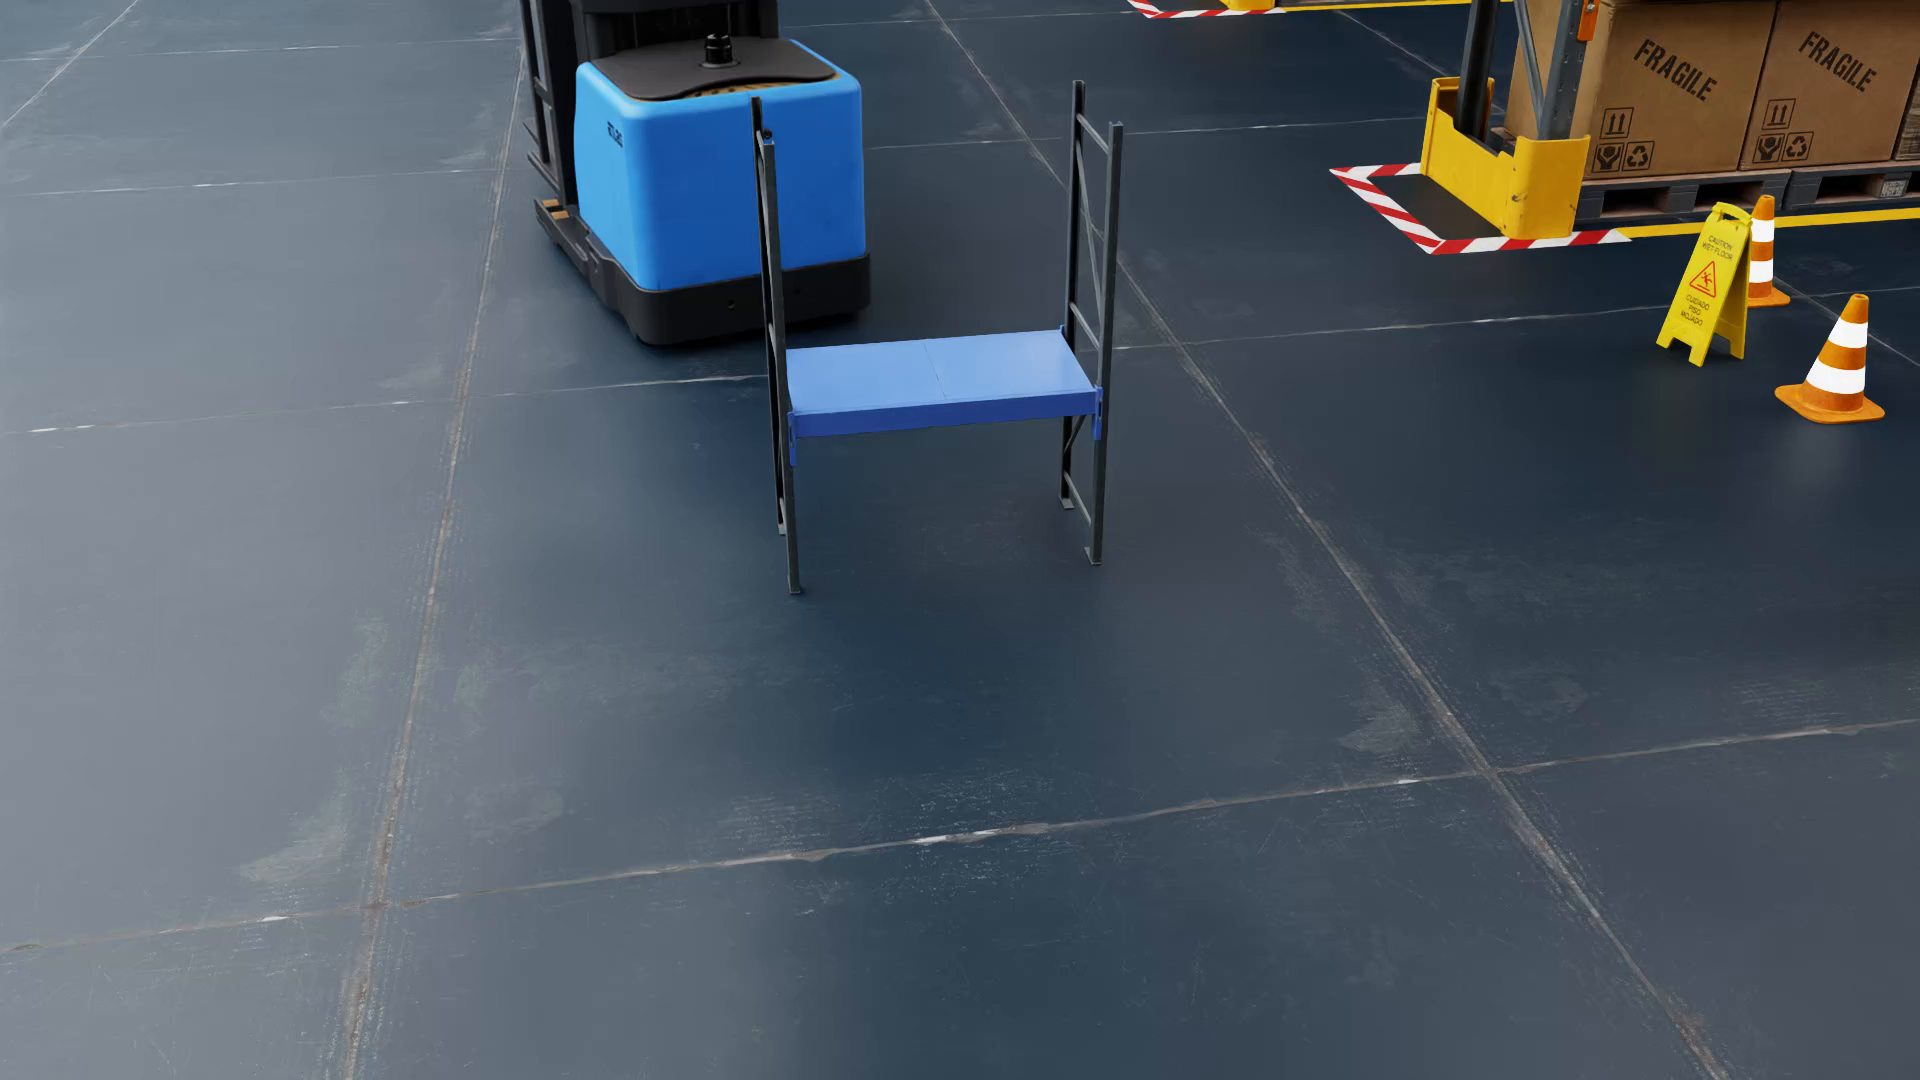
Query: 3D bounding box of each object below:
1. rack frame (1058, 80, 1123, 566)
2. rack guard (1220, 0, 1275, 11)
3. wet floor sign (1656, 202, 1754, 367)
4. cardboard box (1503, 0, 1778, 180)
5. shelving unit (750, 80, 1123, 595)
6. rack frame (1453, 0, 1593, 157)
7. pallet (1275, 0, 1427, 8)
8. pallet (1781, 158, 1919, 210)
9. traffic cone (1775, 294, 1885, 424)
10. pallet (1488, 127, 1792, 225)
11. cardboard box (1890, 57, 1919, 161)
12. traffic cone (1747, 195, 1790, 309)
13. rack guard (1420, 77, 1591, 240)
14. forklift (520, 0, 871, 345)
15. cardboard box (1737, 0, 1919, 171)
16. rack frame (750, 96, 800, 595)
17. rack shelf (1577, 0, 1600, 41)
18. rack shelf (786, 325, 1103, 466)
[{"bbox_3d":[0.416,-0.685,5.436,0.032,1.500,0.500,-5,31,-9],"label":"rack frame"},{"bbox_3d":[2.120,-4.503,12.914,0.348,0.500,1.175,-5,31,-9],"label":"rack guard"},{"bbox_3d":[3.167,-1.086,6.961,0.232,0.644,0.267,-11,32,-17],"label":"wet floor sign"},{"bbox_3d":[3.494,-2.451,8.641,0.875,0.875,0.875,-5,31,-9],"label":"cardboard box"},{"bbox_3d":[-0.084,-0.639,5.357,1.048,1.500,0.538,-5,31,-9],"label":"shelving unit"},{"bbox_3d":[2.839,-3.091,8.047,0.127,3.000,1.000,-5,31,-9],"label":"rack frame"},{"bbox_3d":[2.926,-4.435,13.084,1.213,0.211,1.003,-5,31,-9],"label":"pallet"},{"bbox_3d":[4.809,-2.111,9.131,1.213,0.211,1.003,-5,31,-9],"label":"pallet"},{"bbox_3d":[3.487,-0.744,6.558,0.334,0.463,0.336,-5,31,-9],"label":"traffic cone"},{"bbox_3d":[3.612,-2.001,8.945,1.213,0.211,1.003,-5,31,-9],"label":"pallet"},{"bbox_3d":[5.257,-2.615,8.919,0.875,0.875,0.875,-5,31,-9],"label":"cardboard box"},{"bbox_3d":[3.617,-1.338,7.569,0.334,0.463,0.336,-5,31,-9],"label":"traffic cone"},{"bbox_3d":[2.816,-2.011,8.677,0.348,0.500,1.175,-5,31,-9],"label":"rack guard"},{"bbox_3d":[-1.488,-2.811,7.640,1.130,2.935,3.031,-14,33,-22],"label":"forklift"},{"bbox_3d":[4.360,-2.532,8.779,0.875,0.875,0.875,-6,31,-10],"label":"cardboard box"},{"bbox_3d":[-0.584,-0.592,5.278,0.032,1.500,0.500,-5,31,-9],"label":"rack frame"},{"bbox_3d":[4.807,-2.963,8.540,4.000,0.370,1.077,-5,31,-9],"label":"rack shelf"},{"bbox_3d":[-0.084,-0.484,5.448,1.000,0.185,0.538,-5,31,-9],"label":"rack shelf"}]
